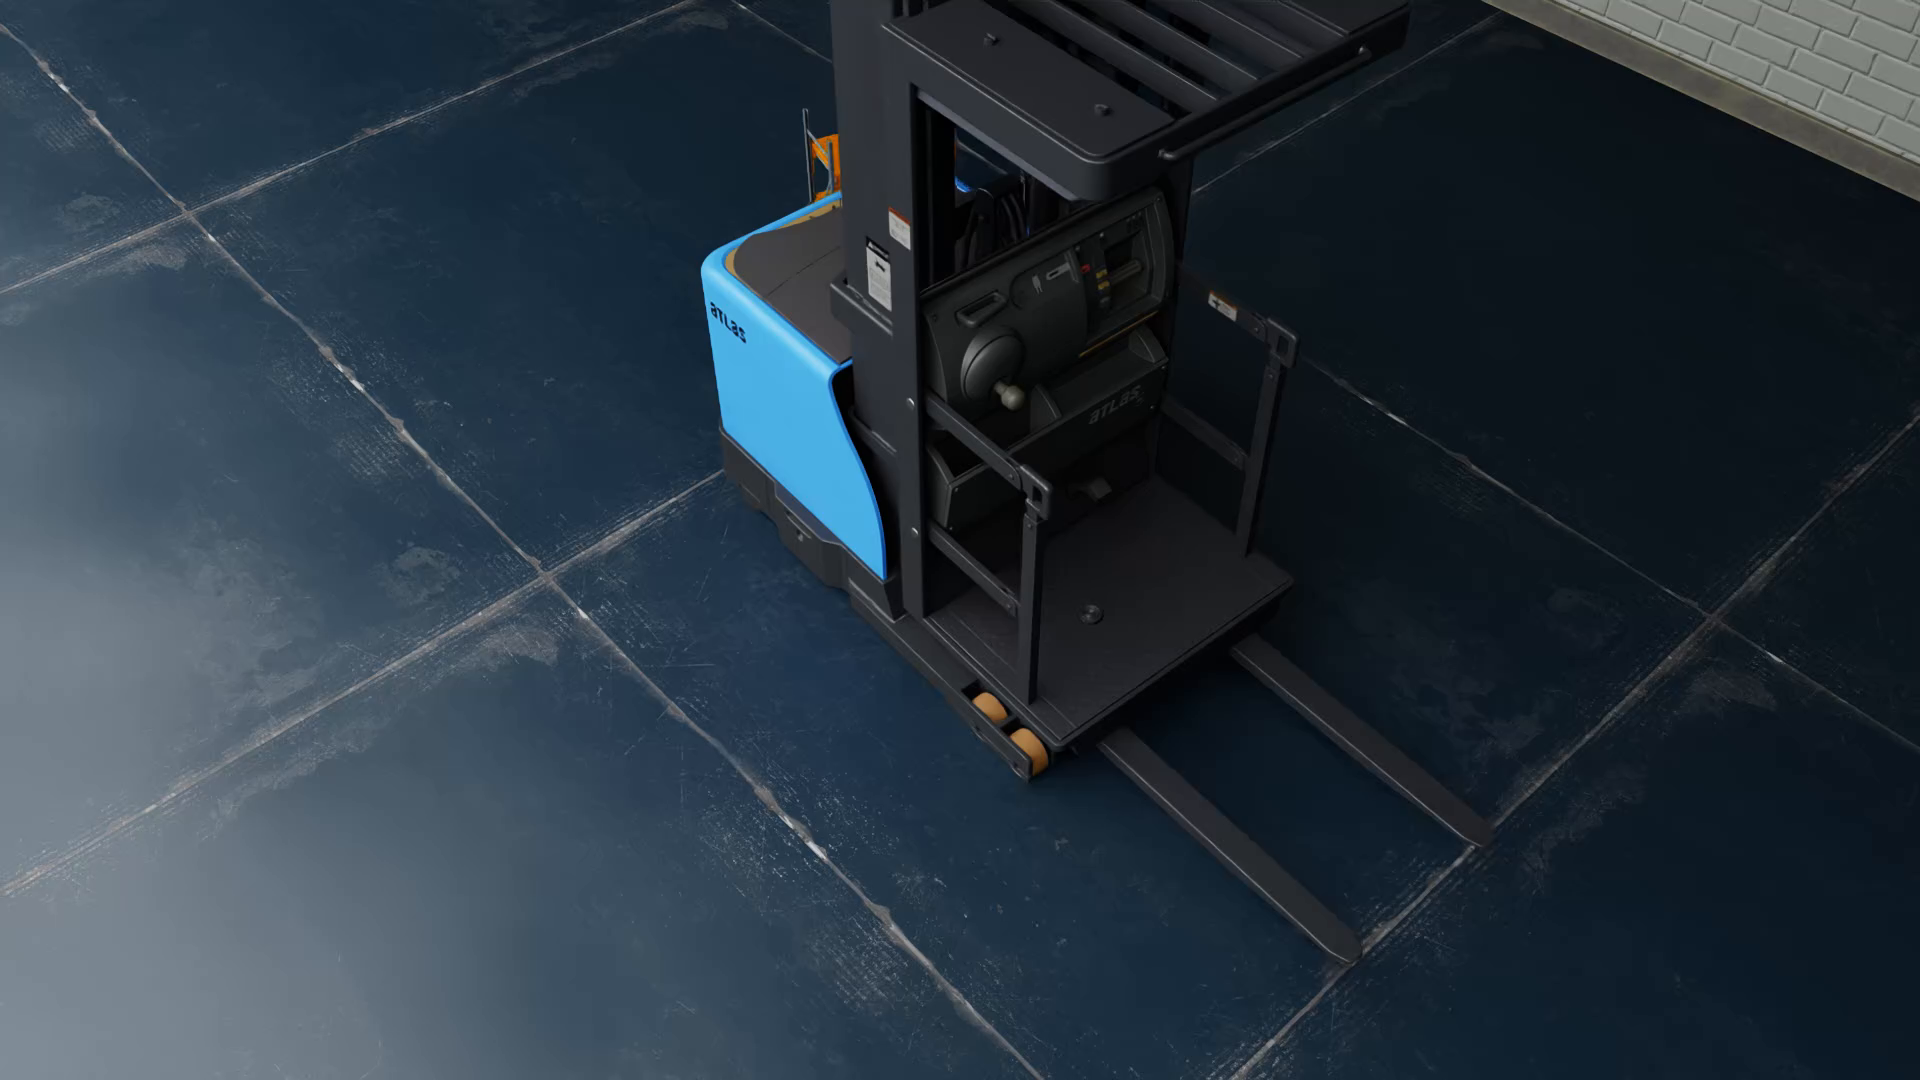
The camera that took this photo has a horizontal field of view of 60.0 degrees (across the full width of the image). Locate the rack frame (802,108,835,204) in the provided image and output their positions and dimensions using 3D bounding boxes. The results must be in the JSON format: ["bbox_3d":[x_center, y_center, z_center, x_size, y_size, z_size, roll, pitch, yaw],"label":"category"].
[{"bbox_3d":[-0.515,-1.090,6.439,0.015,1.200,0.240,-20,51,-18],"label":"rack frame"}]

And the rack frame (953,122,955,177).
[{"bbox_3d":[-0.080,-1.252,6.589,0.015,1.200,0.240,-20,51,-18],"label":"rack frame"}]

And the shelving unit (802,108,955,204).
[{"bbox_3d":[-0.297,-1.171,6.514,0.503,1.200,0.258,-20,51,-18],"label":"shelving unit"}]

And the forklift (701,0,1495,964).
[{"bbox_3d":[0.421,-0.628,4.835,1.130,2.935,3.031,-31,55,-26],"label":"forklift"}]

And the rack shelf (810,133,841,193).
[{"bbox_3d":[-0.297,-1.437,6.225,0.480,0.148,0.258,-20,51,-18],"label":"rack shelf"}]

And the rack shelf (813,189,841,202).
[{"bbox_3d":[-0.297,-1.277,6.399,0.480,0.148,0.258,-20,51,-18],"label":"rack shelf"}]
